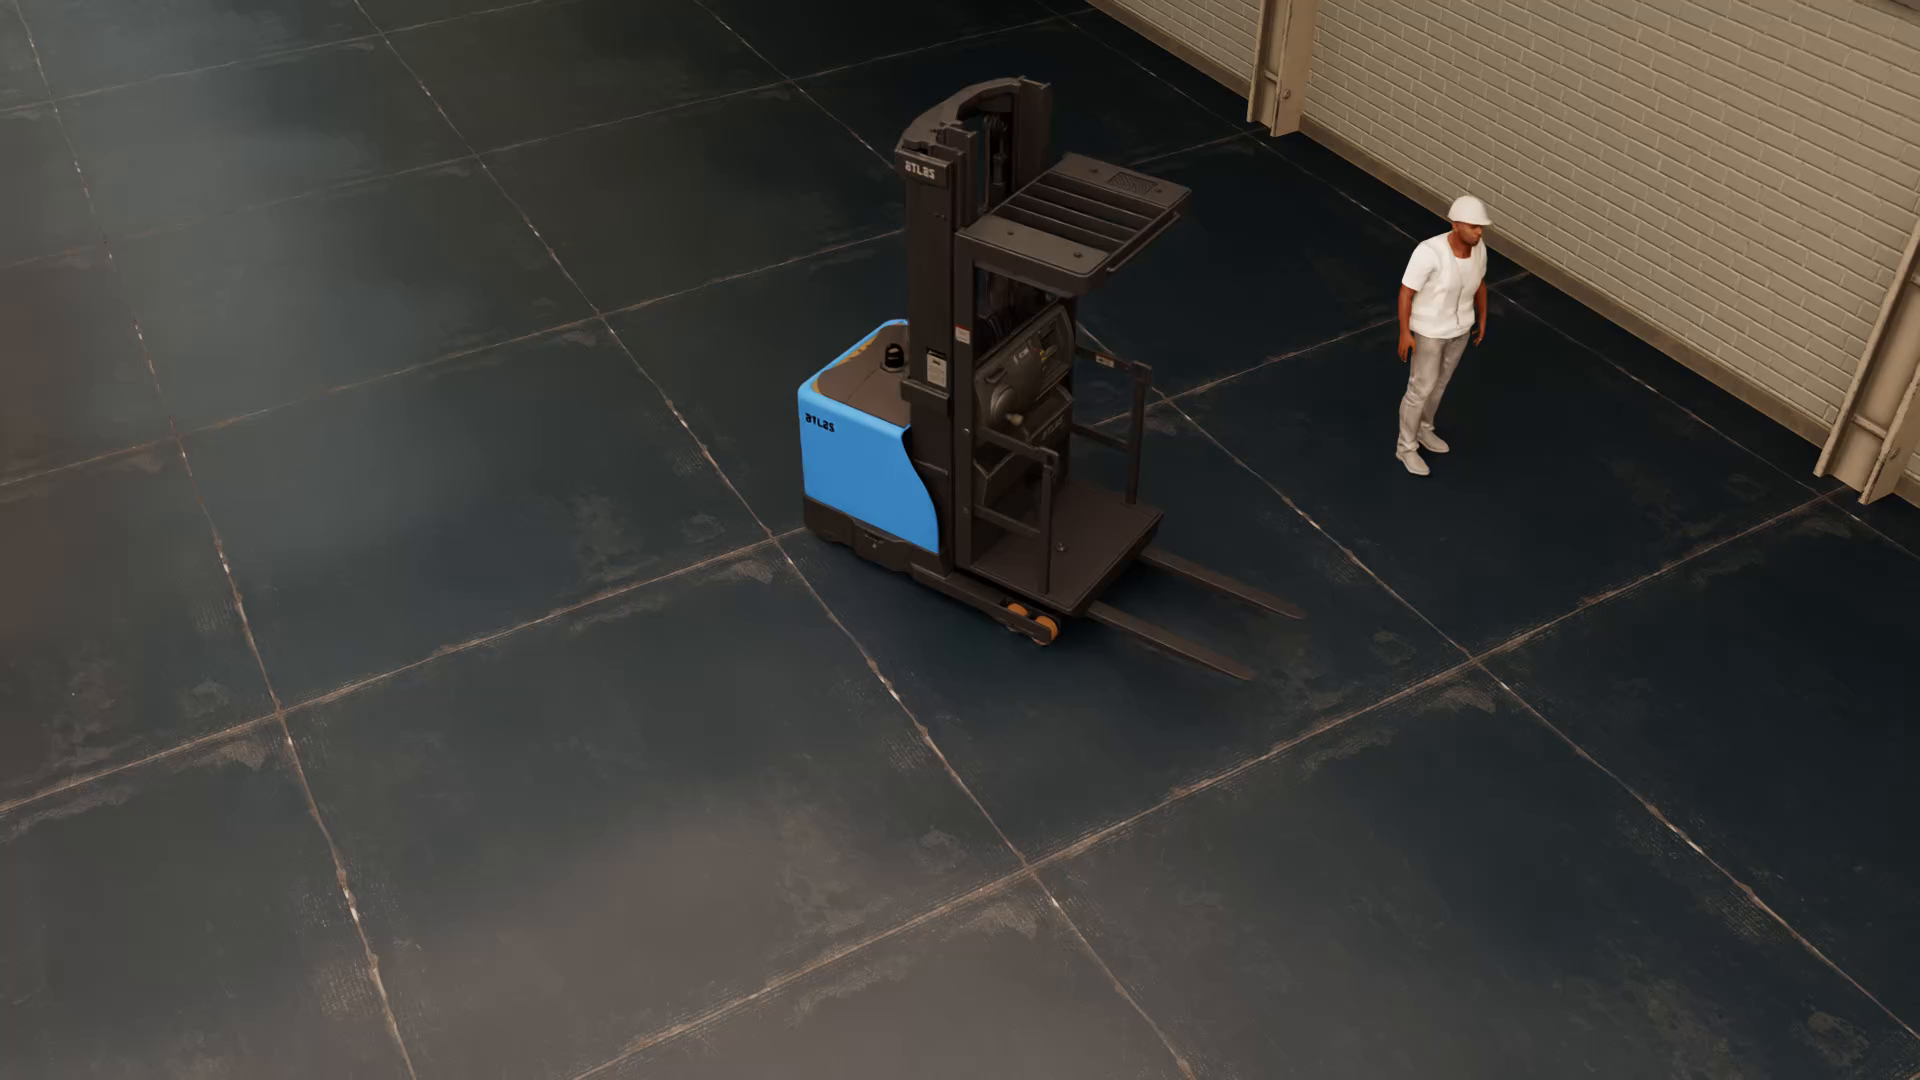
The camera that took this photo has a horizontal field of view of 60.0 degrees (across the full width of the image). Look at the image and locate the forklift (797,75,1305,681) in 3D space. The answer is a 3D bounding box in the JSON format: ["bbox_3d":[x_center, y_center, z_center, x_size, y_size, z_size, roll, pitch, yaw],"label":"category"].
[{"bbox_3d":[0.531,-0.911,9.135,3.031,2.935,1.130,24,45,26],"label":"forklift"}]

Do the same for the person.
[{"bbox_3d":[3.095,-1.305,10.518,0.696,1.771,0.571,-19,43,-21],"label":"person"}]
